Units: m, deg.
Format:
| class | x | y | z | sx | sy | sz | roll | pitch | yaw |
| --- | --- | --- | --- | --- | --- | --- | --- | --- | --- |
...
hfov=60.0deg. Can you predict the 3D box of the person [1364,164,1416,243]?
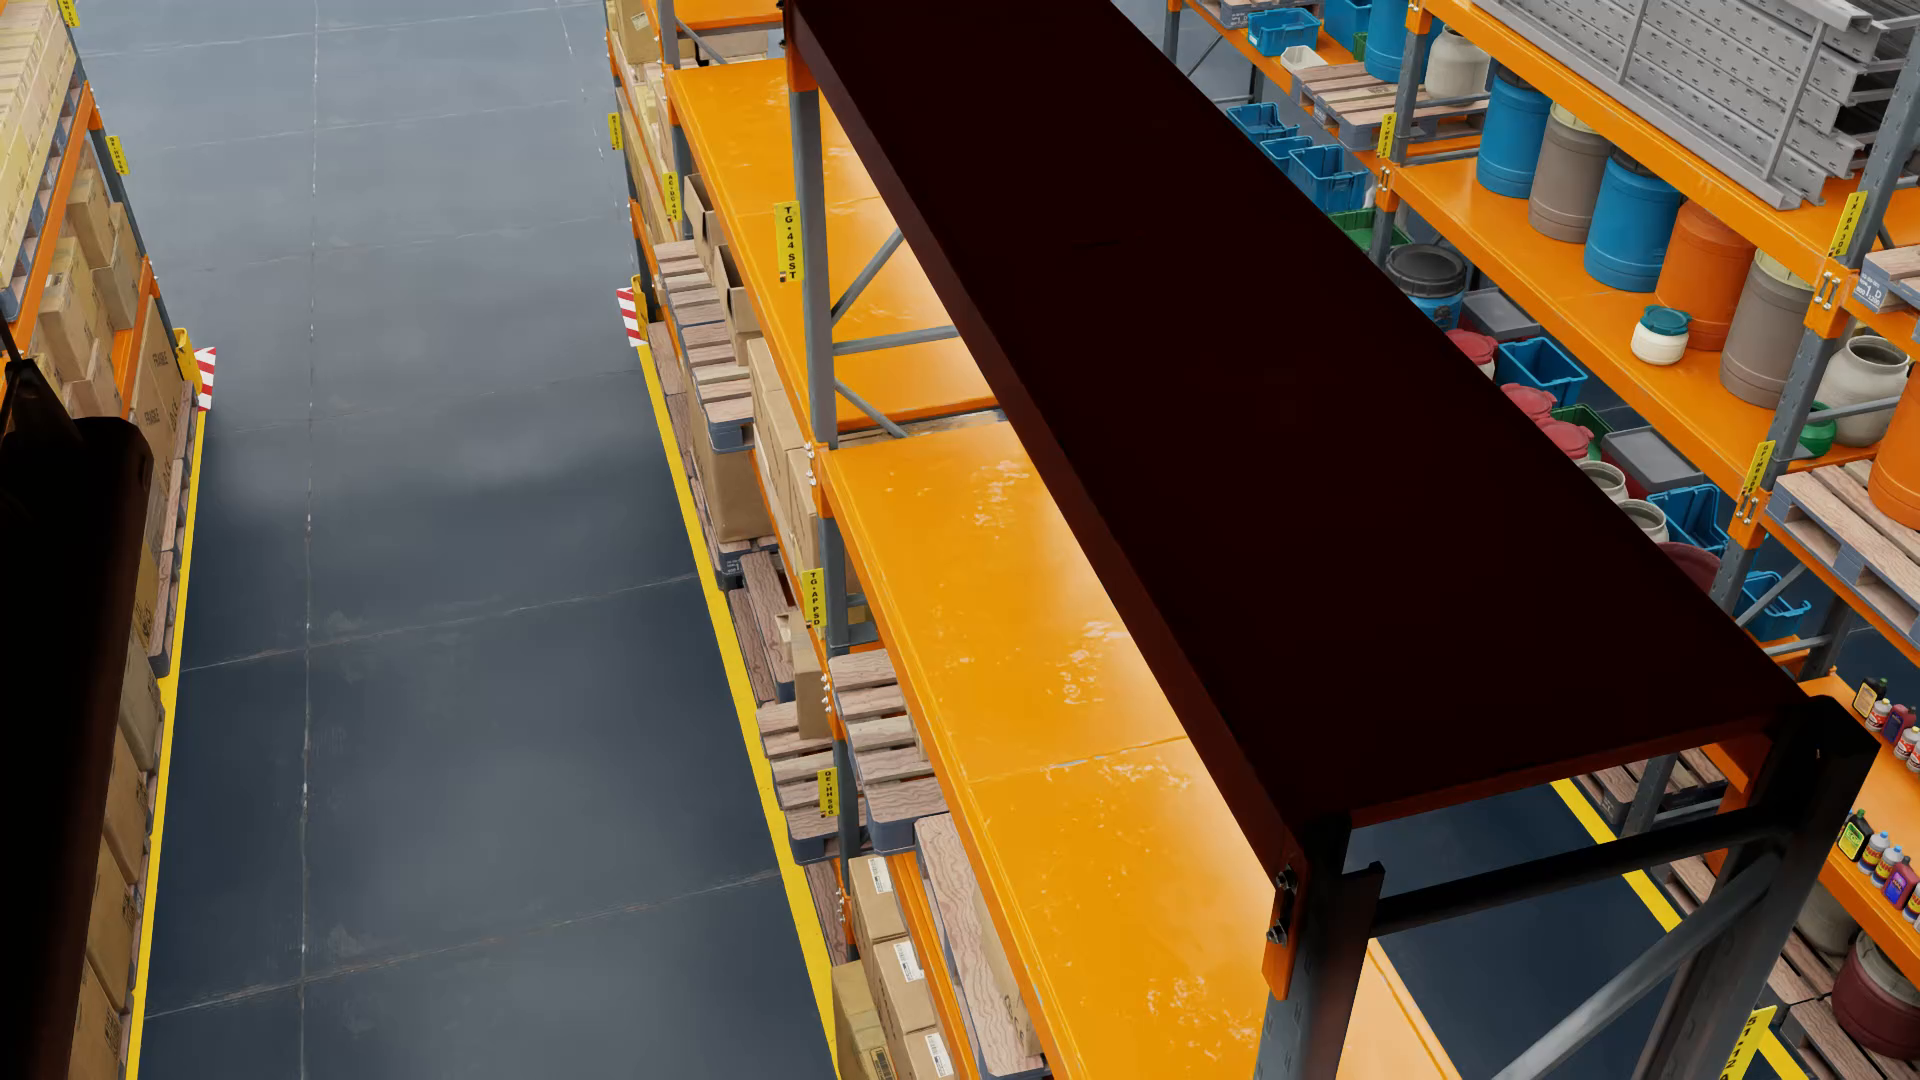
| class | x | y | z | sx | sy | sz | roll | pitch | yaw |
| --- | --- | --- | --- | --- | --- | --- | --- | --- | --- |
| person | 4.246 | -3.714 | 16.203 | 0.500 | 1.728 | 0.612 | -17 | 41 | -20 |
